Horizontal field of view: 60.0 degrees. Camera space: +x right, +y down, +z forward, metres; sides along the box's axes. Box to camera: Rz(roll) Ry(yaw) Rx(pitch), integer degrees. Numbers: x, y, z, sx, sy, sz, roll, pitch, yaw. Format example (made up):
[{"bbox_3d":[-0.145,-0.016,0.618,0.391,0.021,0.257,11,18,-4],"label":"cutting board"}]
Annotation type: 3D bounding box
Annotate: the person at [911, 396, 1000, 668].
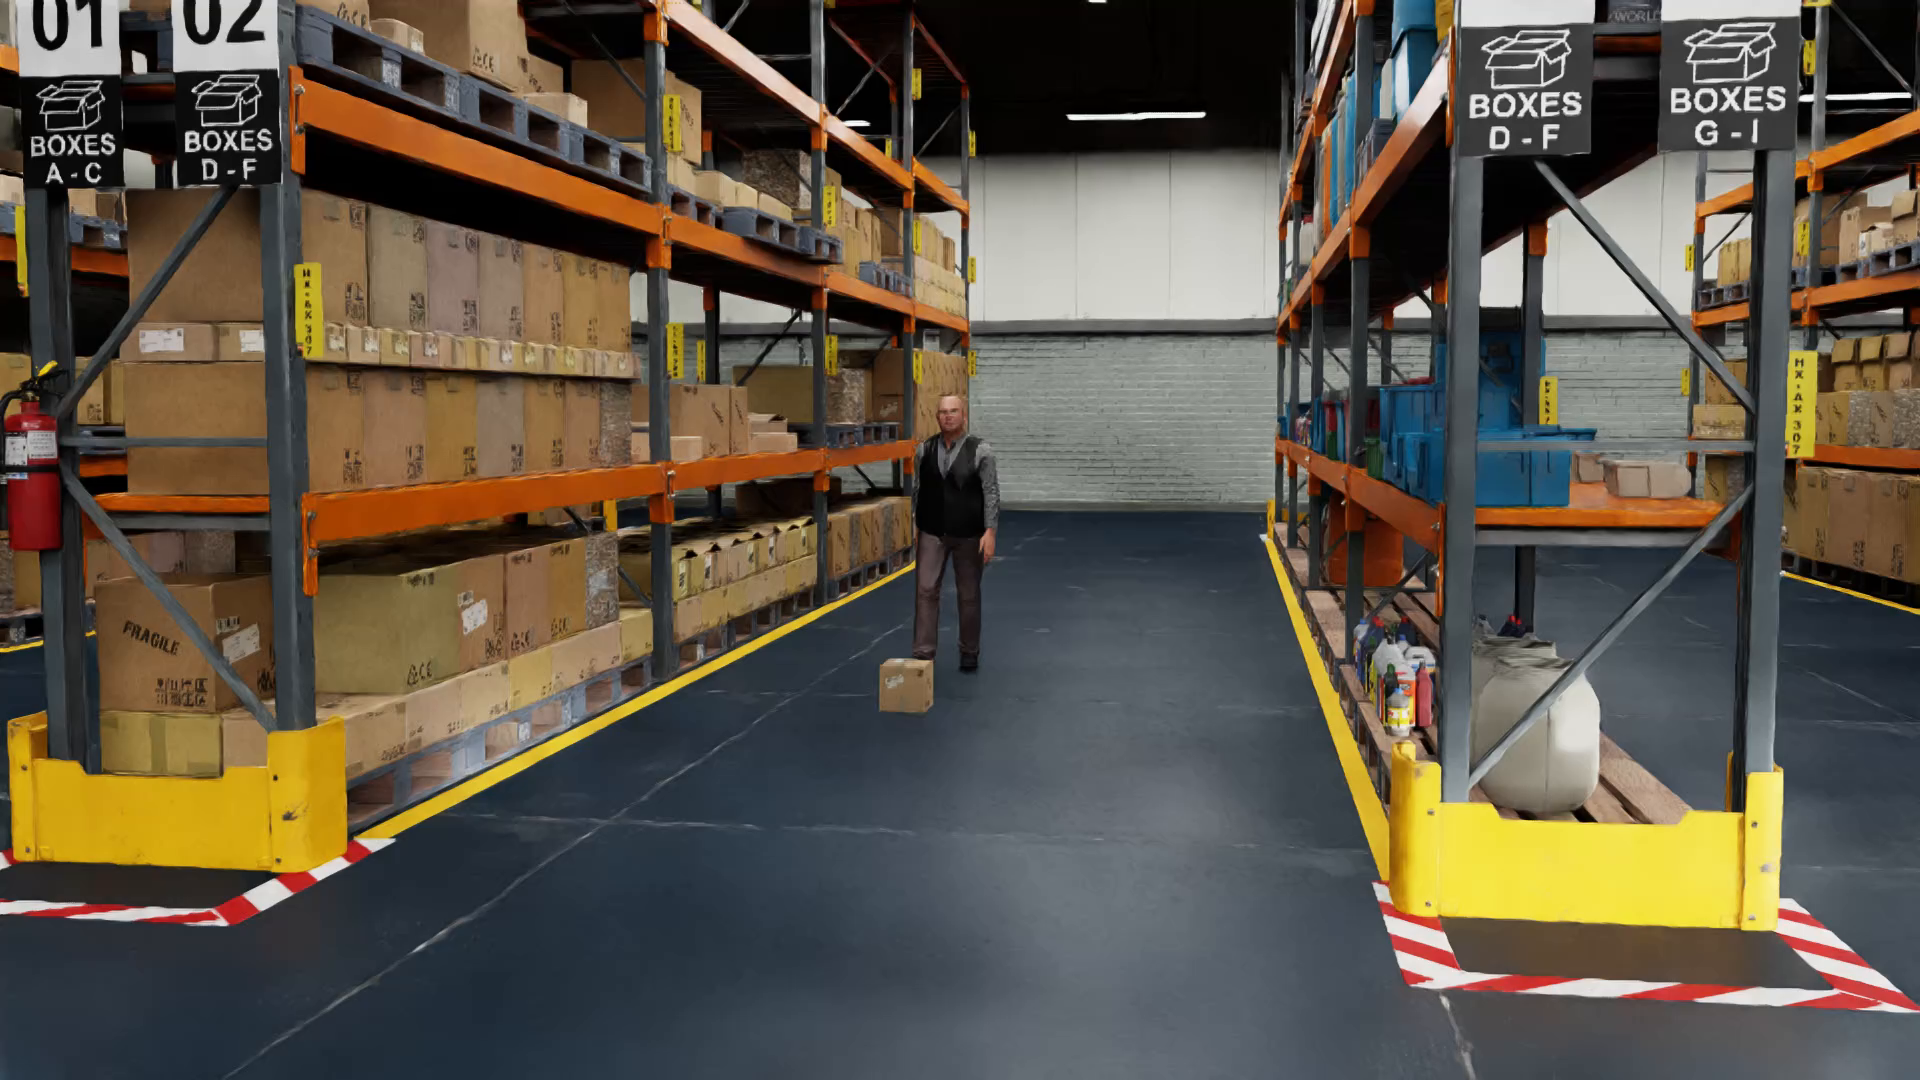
[{"bbox_3d":[-0.041,-0.029,10.072,0.563,1.685,0.868,1,5,11],"label":"person"}]
